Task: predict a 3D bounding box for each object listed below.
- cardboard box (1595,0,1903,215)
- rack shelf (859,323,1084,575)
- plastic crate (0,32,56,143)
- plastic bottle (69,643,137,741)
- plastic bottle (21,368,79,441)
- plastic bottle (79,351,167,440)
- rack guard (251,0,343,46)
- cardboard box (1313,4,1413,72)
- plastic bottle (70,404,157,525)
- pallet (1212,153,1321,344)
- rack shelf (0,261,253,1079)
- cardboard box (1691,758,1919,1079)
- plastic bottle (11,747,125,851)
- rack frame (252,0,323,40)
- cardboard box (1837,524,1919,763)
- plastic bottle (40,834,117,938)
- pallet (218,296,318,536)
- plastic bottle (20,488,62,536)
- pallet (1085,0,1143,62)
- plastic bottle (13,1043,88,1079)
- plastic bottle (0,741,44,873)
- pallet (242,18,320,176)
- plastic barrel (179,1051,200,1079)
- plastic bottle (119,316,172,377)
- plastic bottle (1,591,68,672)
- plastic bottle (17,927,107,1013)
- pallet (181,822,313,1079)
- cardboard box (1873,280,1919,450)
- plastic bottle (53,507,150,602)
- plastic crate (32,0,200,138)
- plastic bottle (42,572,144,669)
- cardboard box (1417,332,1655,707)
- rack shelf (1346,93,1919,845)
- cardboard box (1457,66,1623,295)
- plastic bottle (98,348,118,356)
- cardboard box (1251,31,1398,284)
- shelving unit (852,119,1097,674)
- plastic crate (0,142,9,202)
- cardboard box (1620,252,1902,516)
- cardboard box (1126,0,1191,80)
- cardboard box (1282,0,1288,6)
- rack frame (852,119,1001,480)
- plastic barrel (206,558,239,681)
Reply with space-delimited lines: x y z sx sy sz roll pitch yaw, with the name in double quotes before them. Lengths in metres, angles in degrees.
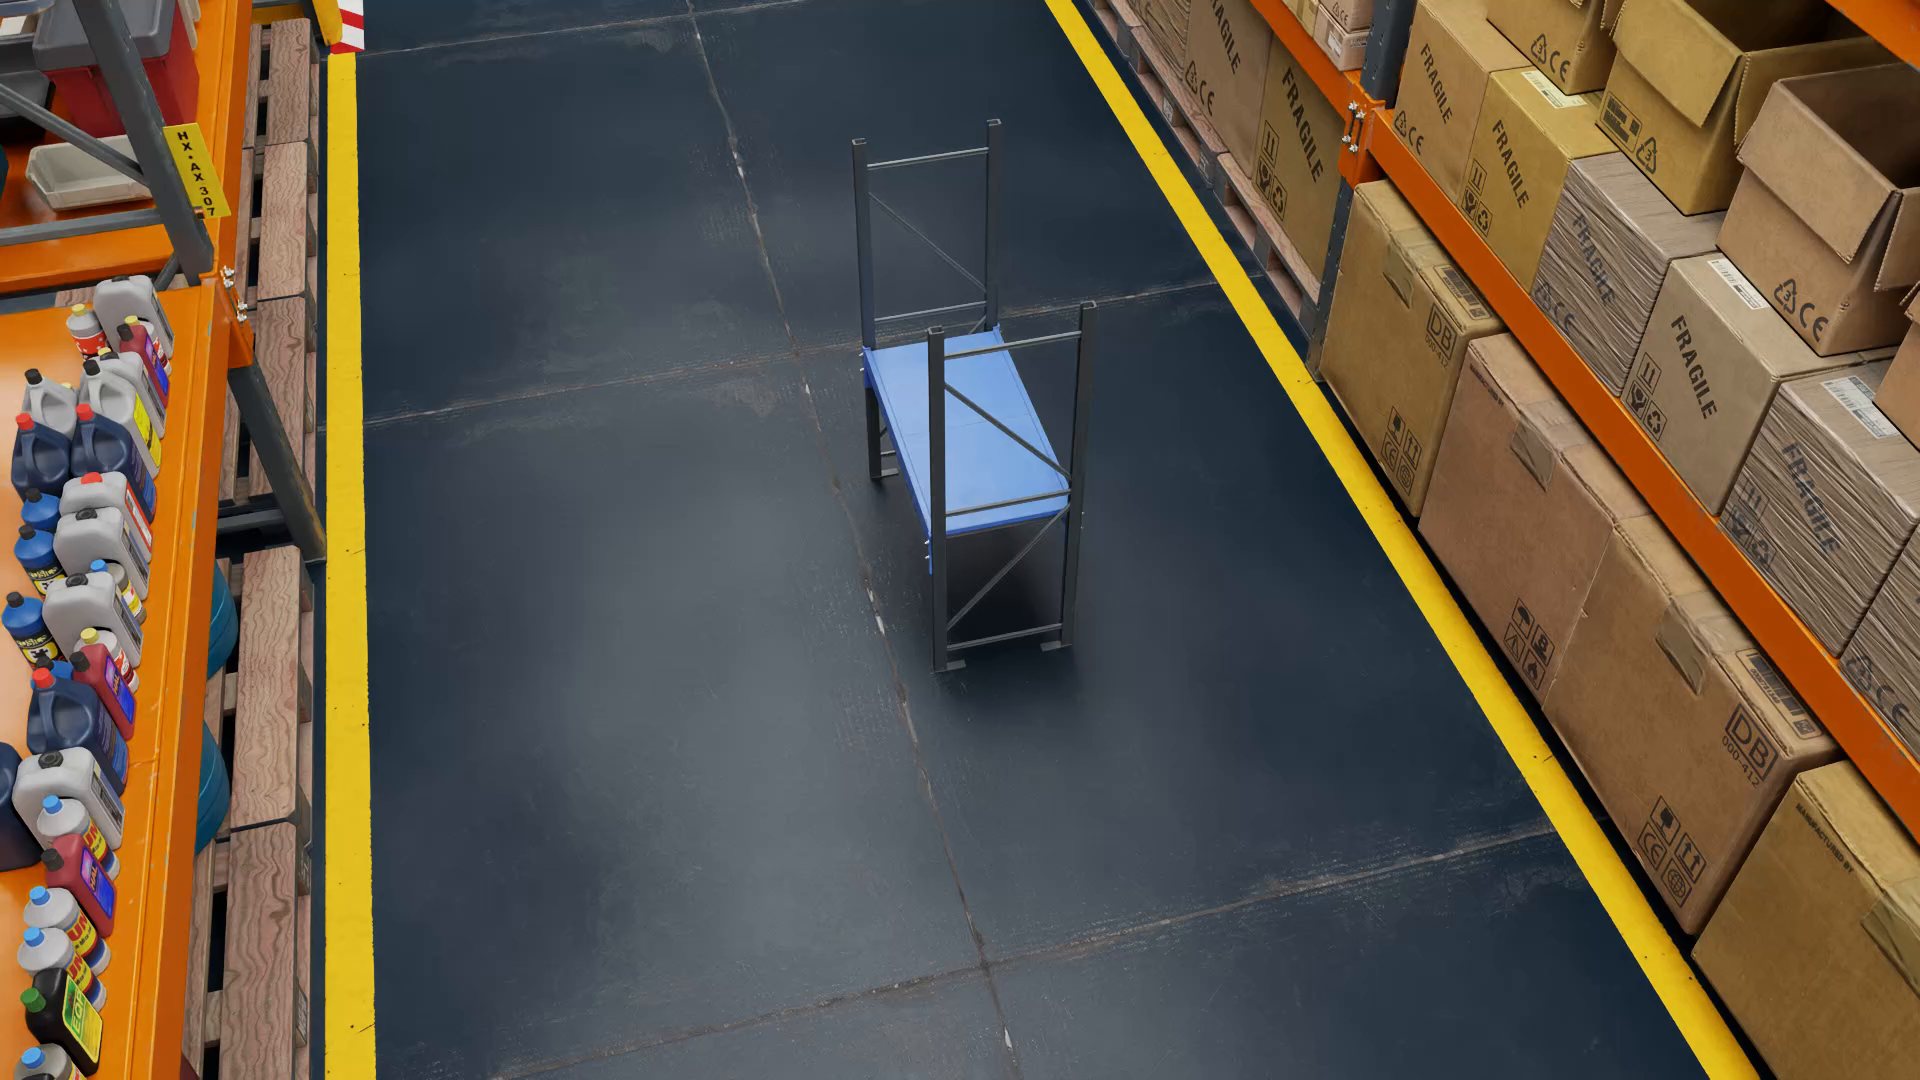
"cardboard box" 2.277 -1.296 4.648 0.797 0.503 0.637 -10 46 -10
"rack shelf" 0.022 -0.340 5.785 0.538 0.185 1.000 -11 47 -10
"plastic crate" -3.393 -1.568 5.837 0.437 0.125 0.590 -11 47 -10
"plastic bottle" -2.014 0.339 3.900 0.061 0.283 0.133 -11 47 -10
"plastic bottle" -2.435 -0.302 4.480 0.144 0.351 0.185 -11 47 -10
"plastic bottle" -2.340 -0.411 4.640 0.152 0.276 0.135 -11 47 -10
"rack guard" -3.890 -2.821 8.665 1.175 0.500 0.348 -11 47 -10
"cardboard box" 1.546 -1.888 6.176 0.380 0.149 0.250 -10 47 -10
"plastic bottle" -2.248 -0.200 4.381 0.144 0.351 0.185 -11 47 -10
"pallet" 1.822 -1.389 7.463 1.003 0.211 1.213 -11 47 -10
"rack shelf" -2.335 0.713 3.955 1.077 0.370 4.000 -11 47 -10
"cardboard box" 2.808 1.052 4.312 1.225 0.875 0.875 -13 47 -12
"plastic bottle" -1.977 0.570 3.678 0.152 0.276 0.135 -11 47 -10
"rack frame" -3.871 -3.682 7.758 1.000 3.000 0.127 -11 47 -10
"cardboard box" 2.477 0.260 3.825 0.500 0.500 0.500 -11 47 -11
"plastic bottle" -1.873 0.718 3.527 0.061 0.283 0.133 -11 47 -10
"pallet" -3.073 -0.445 6.538 1.003 0.211 1.213 -11 47 -10
"plastic bottle" -2.327 -0.026 4.265 0.097 0.271 0.097 0 46 0
"pallet" 1.197 -3.074 9.114 1.003 0.211 1.213 -11 47 -10
"plastic bottle" -1.777 1.057 3.253 0.097 0.201 0.097 0 46 0
"plastic bottle" -2.126 0.553 3.642 0.144 0.351 0.185 -11 47 -10
"pallet" -3.698 -2.129 8.189 1.003 0.211 1.213 -11 47 -10
"plastic barrel" -2.254 1.424 4.148 0.600 0.588 0.708 -11 47 -10
"plastic bottle" -2.378 -0.562 4.840 0.097 0.201 0.097 0 46 0
"plastic bottle" -2.233 0.227 4.017 0.097 0.271 0.097 0 46 0
"plastic bottle" -1.836 0.873 3.384 0.097 0.271 0.097 0 46 0
"pallet" -2.374 1.440 4.691 1.003 0.211 1.213 -11 47 -10
"cardboard box" 2.629 -0.408 3.778 0.797 0.503 0.637 -10 46 -9
"plastic bottle" -2.177 0.030 4.208 0.152 0.276 0.135 -11 47 -10
"plastic crate" -2.833 -1.626 5.656 0.402 0.464 0.583 -11 47 -10
"plastic bottle" -2.117 0.190 4.051 0.152 0.276 0.135 -11 47 -10
"cardboard box" 2.353 -0.174 5.514 1.225 0.875 0.875 -12 47 -12
"rack shelf" 2.453 -0.193 4.843 1.077 0.370 4.000 -11 47 -10
"cardboard box" 1.946 -1.150 5.207 0.500 0.500 0.500 -11 47 -10
"plastic bottle" -2.402 -0.459 4.739 0.097 0.201 0.097 0 46 0
"cardboard box" 1.849 -1.699 7.009 0.875 0.875 0.875 -11 47 -10
"shelving unit" 0.022 -0.466 5.657 0.538 1.500 1.048 -11 47 -10
"plastic crate" -3.296 -1.195 5.291 0.392 0.384 0.575 -11 47 -10
"cardboard box" 2.211 -0.449 4.520 0.500 0.500 0.500 -10 46 -10
"cardboard box" 1.391 -2.935 8.220 0.875 0.875 0.875 -11 47 -10
"cardboard box" 1.414 -2.243 6.524 0.380 0.149 0.250 -11 47 -11
"rack frame" -0.108 -0.817 6.001 0.500 1.500 0.032 -11 47 -10
"plastic barrel" -2.724 0.046 5.280 0.600 0.901 0.708 -11 47 -10
